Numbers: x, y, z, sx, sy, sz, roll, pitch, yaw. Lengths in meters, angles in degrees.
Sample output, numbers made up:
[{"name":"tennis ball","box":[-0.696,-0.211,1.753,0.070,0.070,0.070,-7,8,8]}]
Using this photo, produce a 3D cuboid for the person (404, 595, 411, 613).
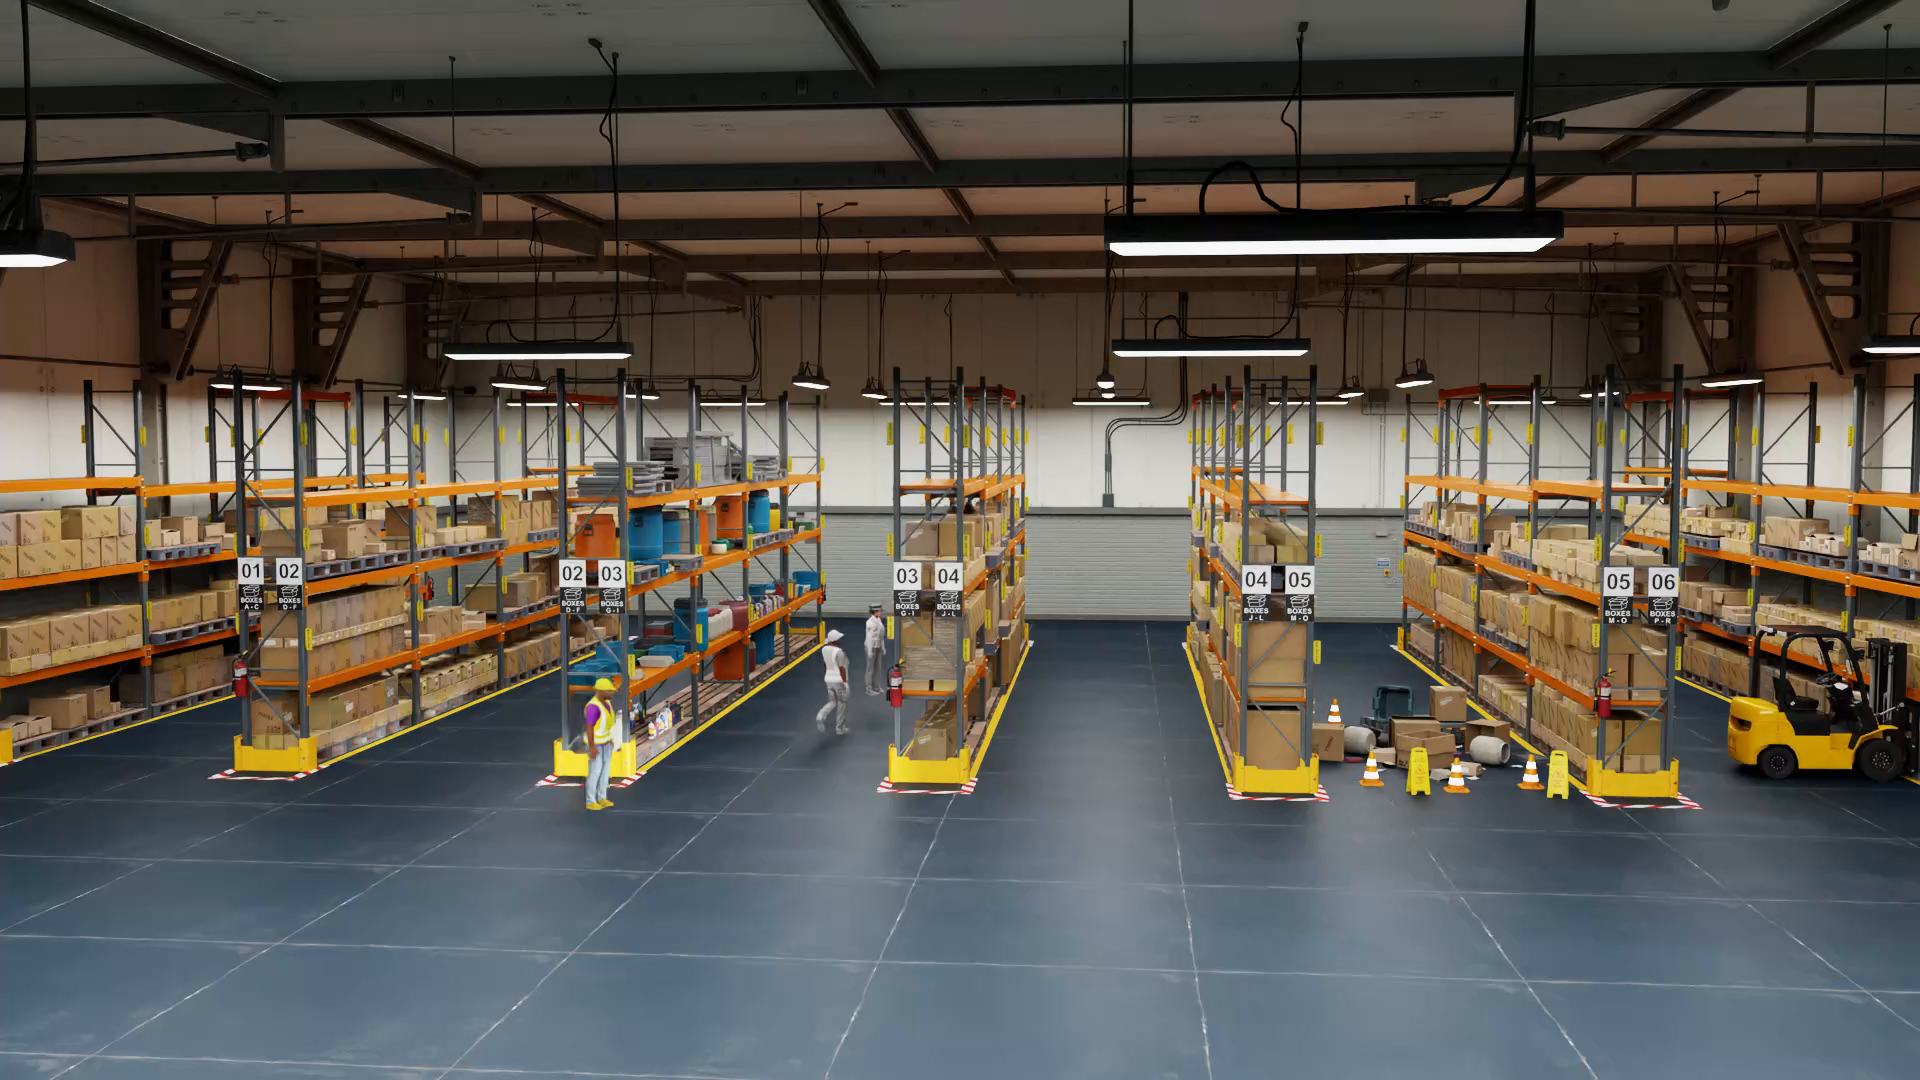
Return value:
[{"name":"person","box":[-12.308,1.920,36.597,0.620,1.621,1.064,0,4,1]}]

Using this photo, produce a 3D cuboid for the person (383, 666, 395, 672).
[{"name":"person","box":[-11.314,2.154,32.907,0.365,1.596,0.451,-1,4,-10]}]

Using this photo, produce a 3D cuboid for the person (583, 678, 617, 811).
[{"name":"person","box":[-4.833,2.735,22.362,0.449,1.774,0.617,1,4,16]}]

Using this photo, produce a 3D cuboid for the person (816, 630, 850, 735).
[{"name":"person","box":[-2.101,2.378,27.794,0.668,1.770,0.568,-4,5,-45]}]

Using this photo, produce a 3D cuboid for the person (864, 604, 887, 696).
[{"name":"person","box":[-1.543,1.991,30.253,0.362,1.681,0.509,2,4,26]}]
